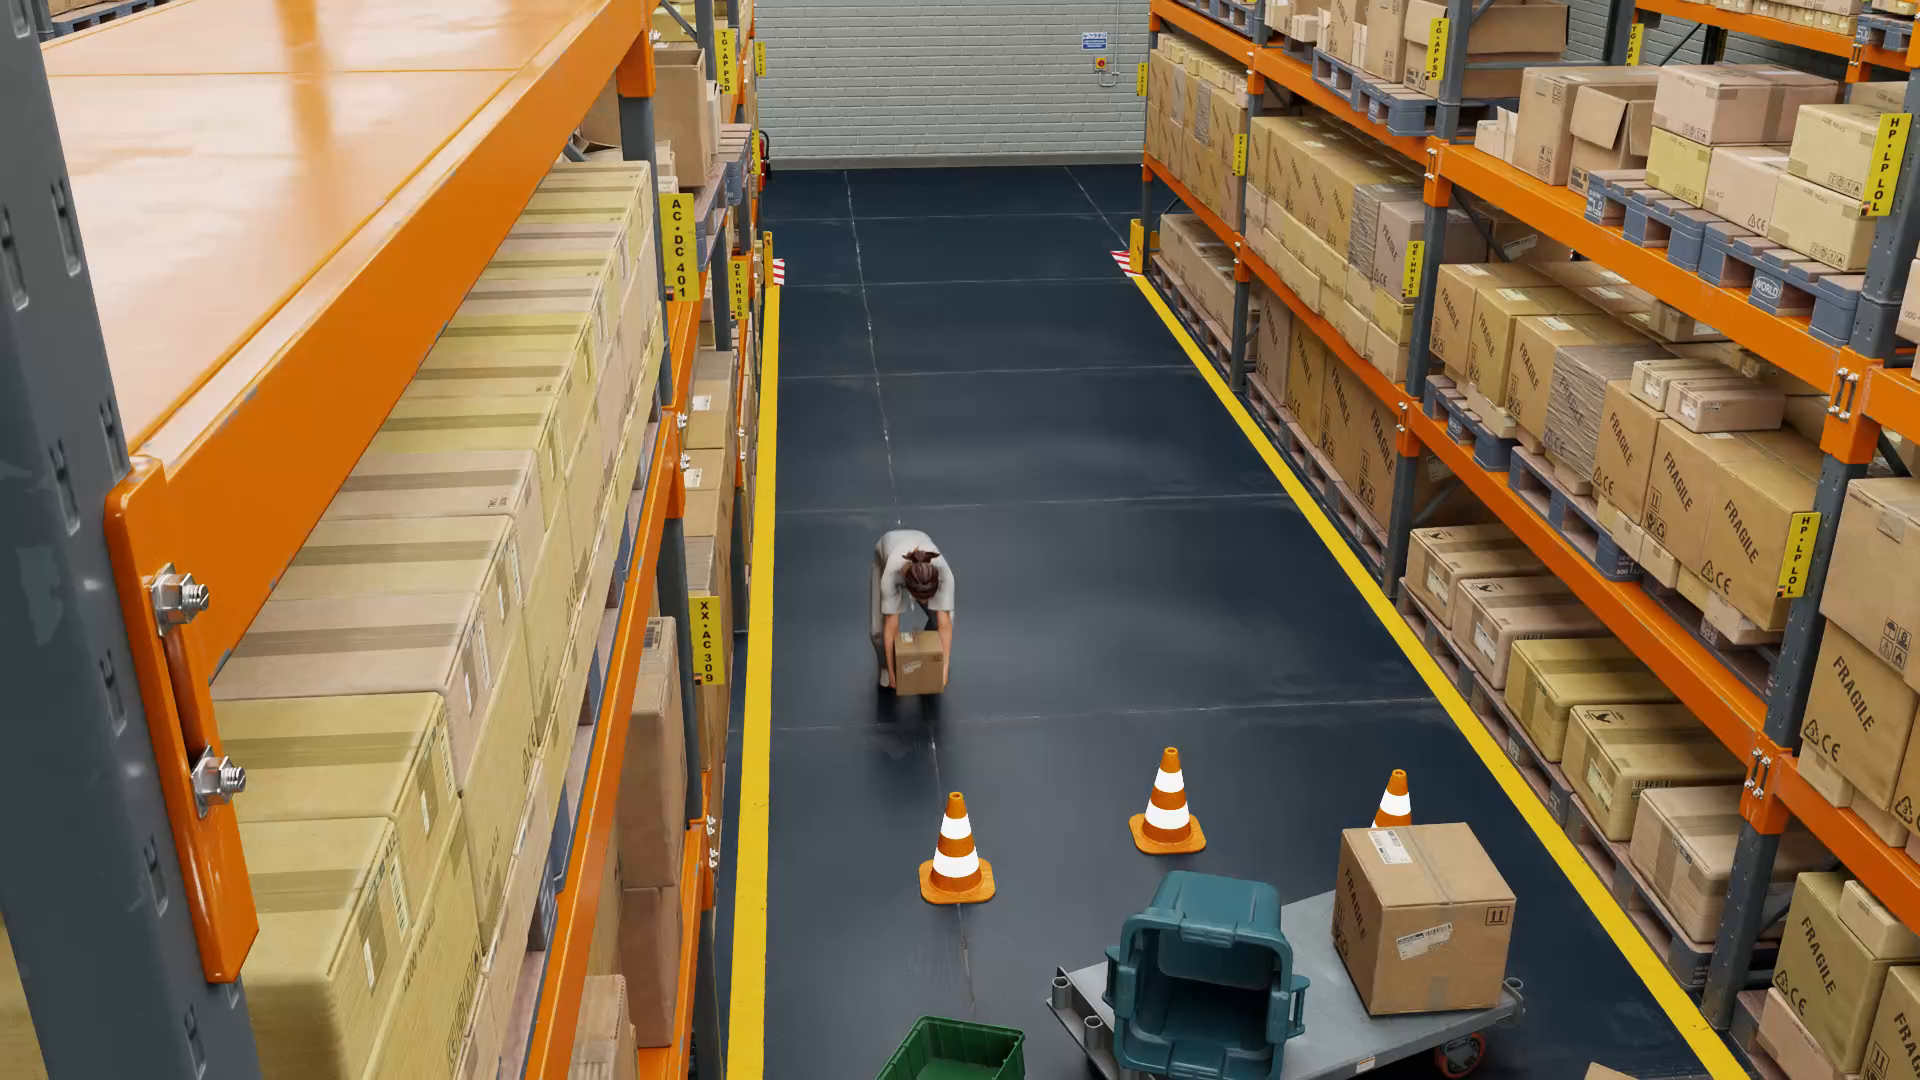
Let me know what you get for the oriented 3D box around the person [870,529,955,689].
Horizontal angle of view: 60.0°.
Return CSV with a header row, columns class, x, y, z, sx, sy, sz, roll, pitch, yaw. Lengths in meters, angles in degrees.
class,x,y,z,sx,sy,sz,roll,pitch,yaw
person,-0.265,0.400,9.078,0.465,0.964,0.863,-3,24,-7
